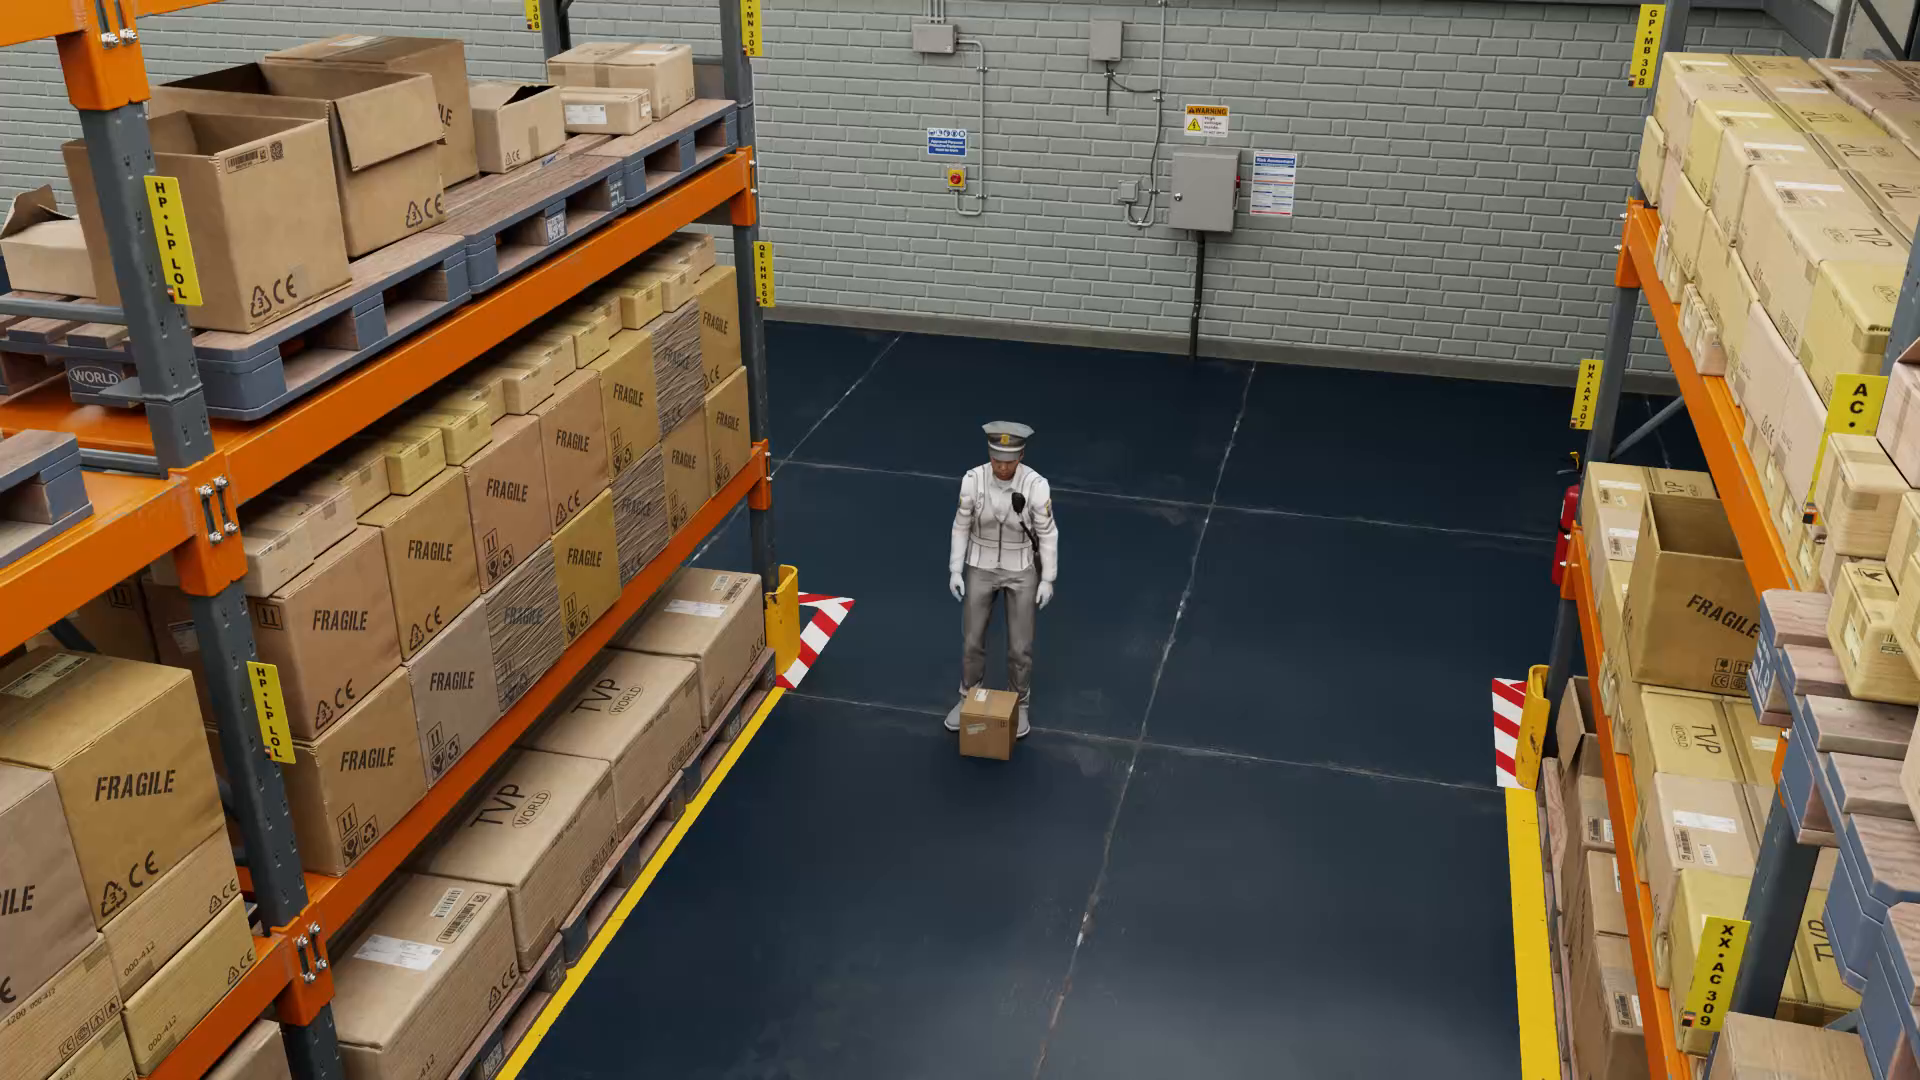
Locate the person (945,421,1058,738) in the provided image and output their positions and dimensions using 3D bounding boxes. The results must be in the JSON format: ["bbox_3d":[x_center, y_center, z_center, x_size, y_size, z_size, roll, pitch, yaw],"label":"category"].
[{"bbox_3d":[0.208,0.180,8.225,0.546,1.665,0.374,5,26,10],"label":"person"}]
